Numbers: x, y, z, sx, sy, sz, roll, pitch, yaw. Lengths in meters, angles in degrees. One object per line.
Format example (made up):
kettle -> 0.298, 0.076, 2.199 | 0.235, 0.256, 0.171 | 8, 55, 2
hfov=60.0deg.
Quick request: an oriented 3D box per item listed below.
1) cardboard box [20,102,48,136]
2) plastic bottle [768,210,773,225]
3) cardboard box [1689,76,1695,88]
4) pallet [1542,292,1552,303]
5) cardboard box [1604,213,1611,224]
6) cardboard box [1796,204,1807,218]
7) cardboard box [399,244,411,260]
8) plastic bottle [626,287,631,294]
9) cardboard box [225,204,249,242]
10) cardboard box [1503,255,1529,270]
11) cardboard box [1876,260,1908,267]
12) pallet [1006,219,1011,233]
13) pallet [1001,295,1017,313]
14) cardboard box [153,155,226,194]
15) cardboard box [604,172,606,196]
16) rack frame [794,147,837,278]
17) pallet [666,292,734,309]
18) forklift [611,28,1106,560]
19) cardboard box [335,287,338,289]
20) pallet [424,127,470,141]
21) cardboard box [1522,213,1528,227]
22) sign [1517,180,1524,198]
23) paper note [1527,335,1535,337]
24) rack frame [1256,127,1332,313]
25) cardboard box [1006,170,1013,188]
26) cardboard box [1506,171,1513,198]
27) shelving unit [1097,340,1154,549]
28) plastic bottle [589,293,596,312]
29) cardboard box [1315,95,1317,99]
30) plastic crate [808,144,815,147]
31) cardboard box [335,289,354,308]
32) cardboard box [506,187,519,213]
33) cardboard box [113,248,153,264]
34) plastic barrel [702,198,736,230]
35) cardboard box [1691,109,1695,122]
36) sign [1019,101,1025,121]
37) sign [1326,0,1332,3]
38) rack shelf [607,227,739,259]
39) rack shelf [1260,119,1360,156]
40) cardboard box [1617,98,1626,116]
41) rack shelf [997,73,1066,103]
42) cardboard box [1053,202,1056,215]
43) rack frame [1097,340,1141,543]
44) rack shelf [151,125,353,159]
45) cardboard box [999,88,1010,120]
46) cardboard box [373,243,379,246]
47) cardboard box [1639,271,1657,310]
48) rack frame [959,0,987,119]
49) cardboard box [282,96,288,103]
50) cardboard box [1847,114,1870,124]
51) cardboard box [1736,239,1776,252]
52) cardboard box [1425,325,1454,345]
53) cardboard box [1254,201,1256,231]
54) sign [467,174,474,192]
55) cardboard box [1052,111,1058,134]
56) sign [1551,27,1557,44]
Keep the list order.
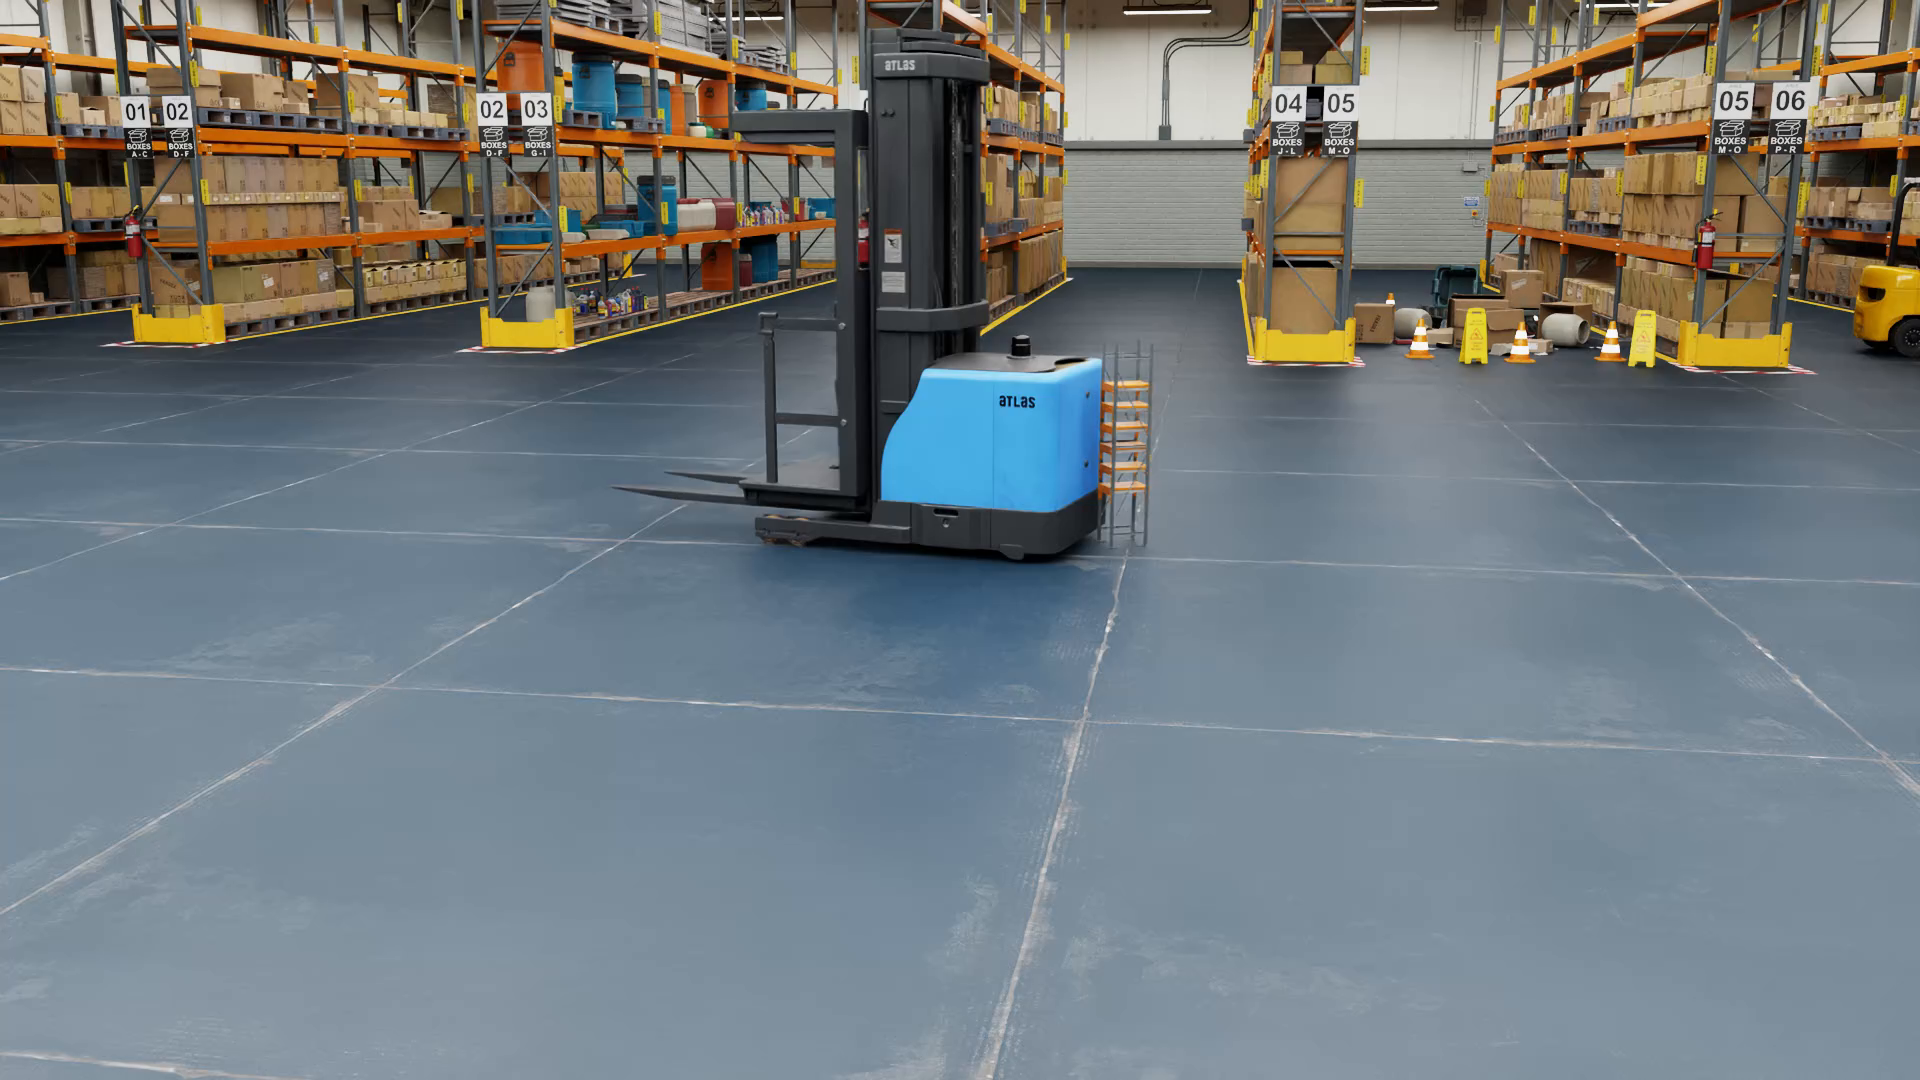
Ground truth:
cardboard box -> -14.630, -6.557, 25.895 | 0.500, 0.500, 0.500 | 2, 12, 10
plastic bottle -> -3.651, -6.156, 31.733 | 0.152, 0.276, 0.135 | 2, 12, 9
cardboard box -> 9.058, -5.532, 20.126 | 0.380, 0.149, 0.250 | 2, 12, 9
pallet -> 10.680, -4.228, 29.110 | 1.003, 0.211, 1.213 | 2, 12, 9
cardboard box -> 9.548, -4.651, 24.054 | 0.380, 0.149, 0.250 | 2, 12, 8
cardboard box -> 15.652, -6.035, 30.525 | 0.500, 0.250, 0.500 | 2, 12, 10
cardboard box -> -12.959, -6.478, 37.870 | 0.700, 0.500, 0.500 | 2, 12, 9
plastic bottle -> -4.963, -3.606, 24.851 | 0.144, 0.351, 0.185 | 2, 12, 9
cardboard box -> -10.355, -4.409, 23.093 | 0.700, 0.500, 0.500 | 2, 12, 10
cardboard box -> 11.390, -5.463, 33.306 | 0.875, 0.438, 0.875 | 2, 12, 10
cardboard box -> 15.025, -4.427, 26.814 | 0.380, 0.149, 0.250 | 1, 12, 6
pallet -> 0.238, -4.990, 26.483 | 1.003, 0.211, 1.213 | 2, 12, 9
pallet -> 0.381, -3.971, 27.920 | 1.003, 0.211, 1.213 | 2, 12, 9
cardboard box -> -10.423, -4.944, 22.499 | 0.700, 0.500, 0.500 | 2, 12, 9
cardboard box -> -8.004, -7.707, 36.024 | 0.500, 0.500, 0.500 | 2, 12, 10
rack frame -> -3.161, -7.323, 36.853 | 1.000, 3.000, 0.127 | 2, 12, 9
pallet -> -4.549, -4.134, 28.677 | 1.003, 0.211, 1.213 | 2, 12, 9
forklift -> -0.681, -1.497, 9.983 | 3.031, 2.935, 1.130 | 5, 13, 22
cardboard box -> -10.123, -3.943, 26.700 | 0.500, 0.250, 0.500 | 2, 12, 8
pallet -> -9.301, -7.049, 28.909 | 1.213, 0.211, 1.003 | 2, 12, 11
cardboard box -> 10.581, -5.852, 30.385 | 0.500, 0.250, 0.500 | 2, 12, 7
sign -> 10.361, -6.488, 30.737 | 0.100, 0.325, 0.005 | 2, 12, 9
paper note -> 7.912, -2.837, 23.084 | 0.148, 0.019, 0.142 | 2, 12, 9
rack frame -> 4.773, -4.483, 23.674 | 1.000, 3.000, 0.127 | 2, 12, 9
cardboard box -> 0.631, -6.188, 28.968 | 0.797, 0.503, 0.637 | 2, 12, 11
cardboard box -> 10.865, -6.865, 32.118 | 0.500, 0.500, 0.500 | 2, 12, 9
shelving unit -> 0.965, -0.559, 9.729 | 0.258, 1.200, 0.189 | -4, 13, -18
plastic bottle -> -5.444, -3.518, 24.627 | 0.097, 0.271, 0.097 | 0, 12, 0
cardboard box -> 4.838, -5.729, 21.699 | 0.380, 0.149, 0.250 | 2, 12, 8
plastic crate -> -3.234, -8.222, 34.531 | 0.437, 0.136, 0.530 | 2, 12, 9
cardboard box -> -9.756, -3.744, 25.775 | 0.500, 0.250, 0.500 | 2, 12, 9
cardboard box -> -8.881, -6.536, 31.967 | 0.700, 0.500, 0.500 | -1, 12, -6
cardboard box -> -14.464, -4.963, 29.011 | 0.500, 0.250, 0.500 | 2, 12, 8
plastic barrel -> -4.164, -5.618, 28.617 | 0.600, 0.536, 0.708 | 2, 12, 9
cardboard box -> 8.923, -5.045, 19.757 | 0.380, 0.149, 0.250 | 2, 12, 10
sign -> 1.038, -7.198, 27.927 | 0.100, 0.325, 0.005 | 2, 12, 9
sign -> 5.937, -8.765, 26.710 | 0.100, 0.325, 0.005 | 2, 12, 9
rack shelf -> -4.699, -4.890, 27.269 | 1.077, 0.370, 4.000 | 2, 12, 9
rack shelf -> 4.465, -5.181, 21.502 | 1.077, 0.370, 4.000 | 2, 12, 9
cardboard box -> 9.709, -6.173, 23.757 | 0.500, 0.250, 0.500 | 2, 12, 9
rack shelf -> 1.425, -9.132, 33.662 | 1.077, 0.370, 4.000 | 2, 12, 9
cardboard box -> 1.688, -6.805, 34.099 | 0.500, 0.250, 0.500 | 2, 12, 9
rack frame -> 0.936, -0.578, 9.814 | 0.240, 1.200, 0.006 | -4, 13, -18
rack shelf -> -10.208, -5.685, 23.838 | 1.077, 0.370, 4.000 | 2, 12, 9
cardboard box -> 0.517, -6.940, 26.530 | 0.500, 0.500, 0.500 | 2, 12, 10
cardboard box -> -13.254, -6.670, 37.222 | 0.380, 0.149, 0.250 | 2, 12, 9
cardboard box -> 9.170, -3.237, 21.645 | 0.500, 0.500, 0.500 | 3, 12, 12
rack frame -> -0.113, -7.597, 23.885 | 1.000, 3.000, 0.127 | 2, 12, 9
cardboard box -> -10.322, -6.474, 24.676 | 0.500, 0.311, 0.500 | 1, 12, 6
cardboard box -> 15.165, -7.076, 27.950 | 0.380, 0.149, 0.250 | 2, 12, 10
cardboard box -> 9.321, -3.452, 19.487 | 0.380, 0.149, 0.250 | 2, 12, 9
cardboard box -> 6.328, -2.729, 22.025 | 0.396, 0.266, 0.258 | 4, 13, 18
cardboard box -> 4.977, -5.174, 26.642 | 0.500, 0.500, 0.500 | 2, 12, 8
sign -> -8.736, -6.368, 29.671 | 0.100, 0.325, 0.005 | 2, 12, 9
cardboard box -> 1.706, -8.822, 35.216 | 0.700, 0.500, 0.500 | 1, 12, 5
sign -> 12.059, -10.249, 33.784 | 0.100, 0.325, 0.005 | 2, 12, 9
